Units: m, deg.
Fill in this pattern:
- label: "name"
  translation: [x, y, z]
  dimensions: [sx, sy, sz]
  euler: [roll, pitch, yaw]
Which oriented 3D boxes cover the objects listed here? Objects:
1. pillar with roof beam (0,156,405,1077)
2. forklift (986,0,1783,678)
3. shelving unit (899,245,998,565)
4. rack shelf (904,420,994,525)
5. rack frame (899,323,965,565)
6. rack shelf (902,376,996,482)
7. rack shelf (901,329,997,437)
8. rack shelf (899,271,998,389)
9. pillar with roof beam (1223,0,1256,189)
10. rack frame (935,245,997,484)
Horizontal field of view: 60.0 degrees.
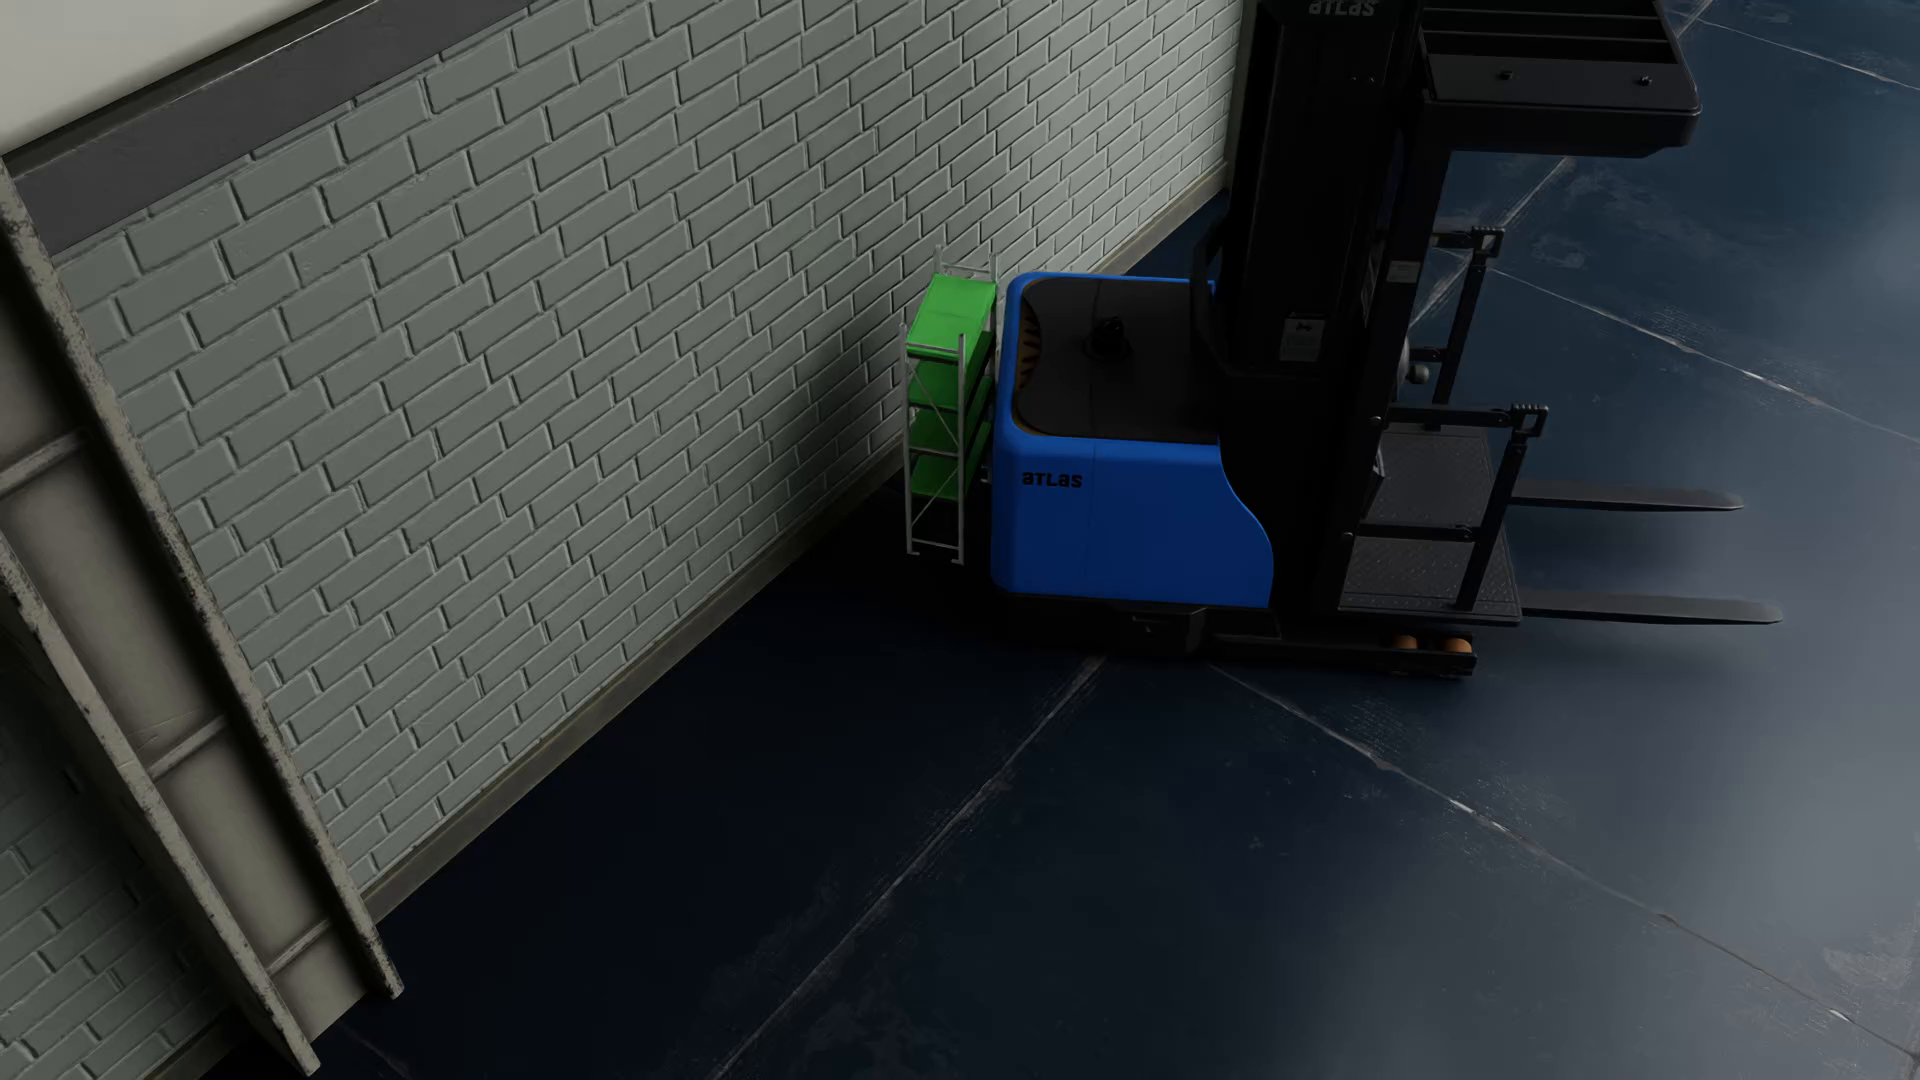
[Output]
- label: "pillar with roof beam"
  translation: [1.331, 0.323, 0.383]
  dimensions: [9.100, 9.000, 0.400]
  euler: [29, 53, 25]
- label: "forklift"
  translation: [1.646, -0.883, 5.732]
  dimensions: [3.031, 2.935, 1.130]
  euler: [3, 46, 3]
- label: "shelving unit"
  translation: [-0.039, -0.511, 6.573]
  dimensions: [0.258, 1.200, 0.503]
  euler: [11, 47, 10]
- label: "rack shelf"
  translation: [-0.039, -0.301, 6.793]
  dimensions: [0.258, 0.148, 0.480]
  euler: [11, 47, 10]
- label: "rack frame"
  translation: [-0.101, -0.341, 6.410]
  dimensions: [0.240, 1.200, 0.015]
  euler: [11, 47, 10]
- label: "rack shelf"
  translation: [-0.039, -0.467, 6.620]
  dimensions: [0.258, 0.148, 0.480]
  euler: [11, 47, 10]
- label: "rack shelf"
  translation: [-0.039, -0.633, 6.446]
  dimensions: [0.258, 0.148, 0.480]
  euler: [11, 47, 10]
- label: "rack shelf"
  translation: [-0.039, -0.799, 6.272]
  dimensions: [0.258, 0.148, 0.480]
  euler: [11, 47, 10]
- label: "pillar with roof beam"
  translation: [5.000, -3.110, 3.663]
  dimensions: [9.100, 9.000, 0.400]
  euler: [29, 53, 25]
- label: "rack frame"
  translation: [0.023, -0.682, 6.736]
  dimensions: [0.240, 1.200, 0.015]
  euler: [11, 47, 10]
